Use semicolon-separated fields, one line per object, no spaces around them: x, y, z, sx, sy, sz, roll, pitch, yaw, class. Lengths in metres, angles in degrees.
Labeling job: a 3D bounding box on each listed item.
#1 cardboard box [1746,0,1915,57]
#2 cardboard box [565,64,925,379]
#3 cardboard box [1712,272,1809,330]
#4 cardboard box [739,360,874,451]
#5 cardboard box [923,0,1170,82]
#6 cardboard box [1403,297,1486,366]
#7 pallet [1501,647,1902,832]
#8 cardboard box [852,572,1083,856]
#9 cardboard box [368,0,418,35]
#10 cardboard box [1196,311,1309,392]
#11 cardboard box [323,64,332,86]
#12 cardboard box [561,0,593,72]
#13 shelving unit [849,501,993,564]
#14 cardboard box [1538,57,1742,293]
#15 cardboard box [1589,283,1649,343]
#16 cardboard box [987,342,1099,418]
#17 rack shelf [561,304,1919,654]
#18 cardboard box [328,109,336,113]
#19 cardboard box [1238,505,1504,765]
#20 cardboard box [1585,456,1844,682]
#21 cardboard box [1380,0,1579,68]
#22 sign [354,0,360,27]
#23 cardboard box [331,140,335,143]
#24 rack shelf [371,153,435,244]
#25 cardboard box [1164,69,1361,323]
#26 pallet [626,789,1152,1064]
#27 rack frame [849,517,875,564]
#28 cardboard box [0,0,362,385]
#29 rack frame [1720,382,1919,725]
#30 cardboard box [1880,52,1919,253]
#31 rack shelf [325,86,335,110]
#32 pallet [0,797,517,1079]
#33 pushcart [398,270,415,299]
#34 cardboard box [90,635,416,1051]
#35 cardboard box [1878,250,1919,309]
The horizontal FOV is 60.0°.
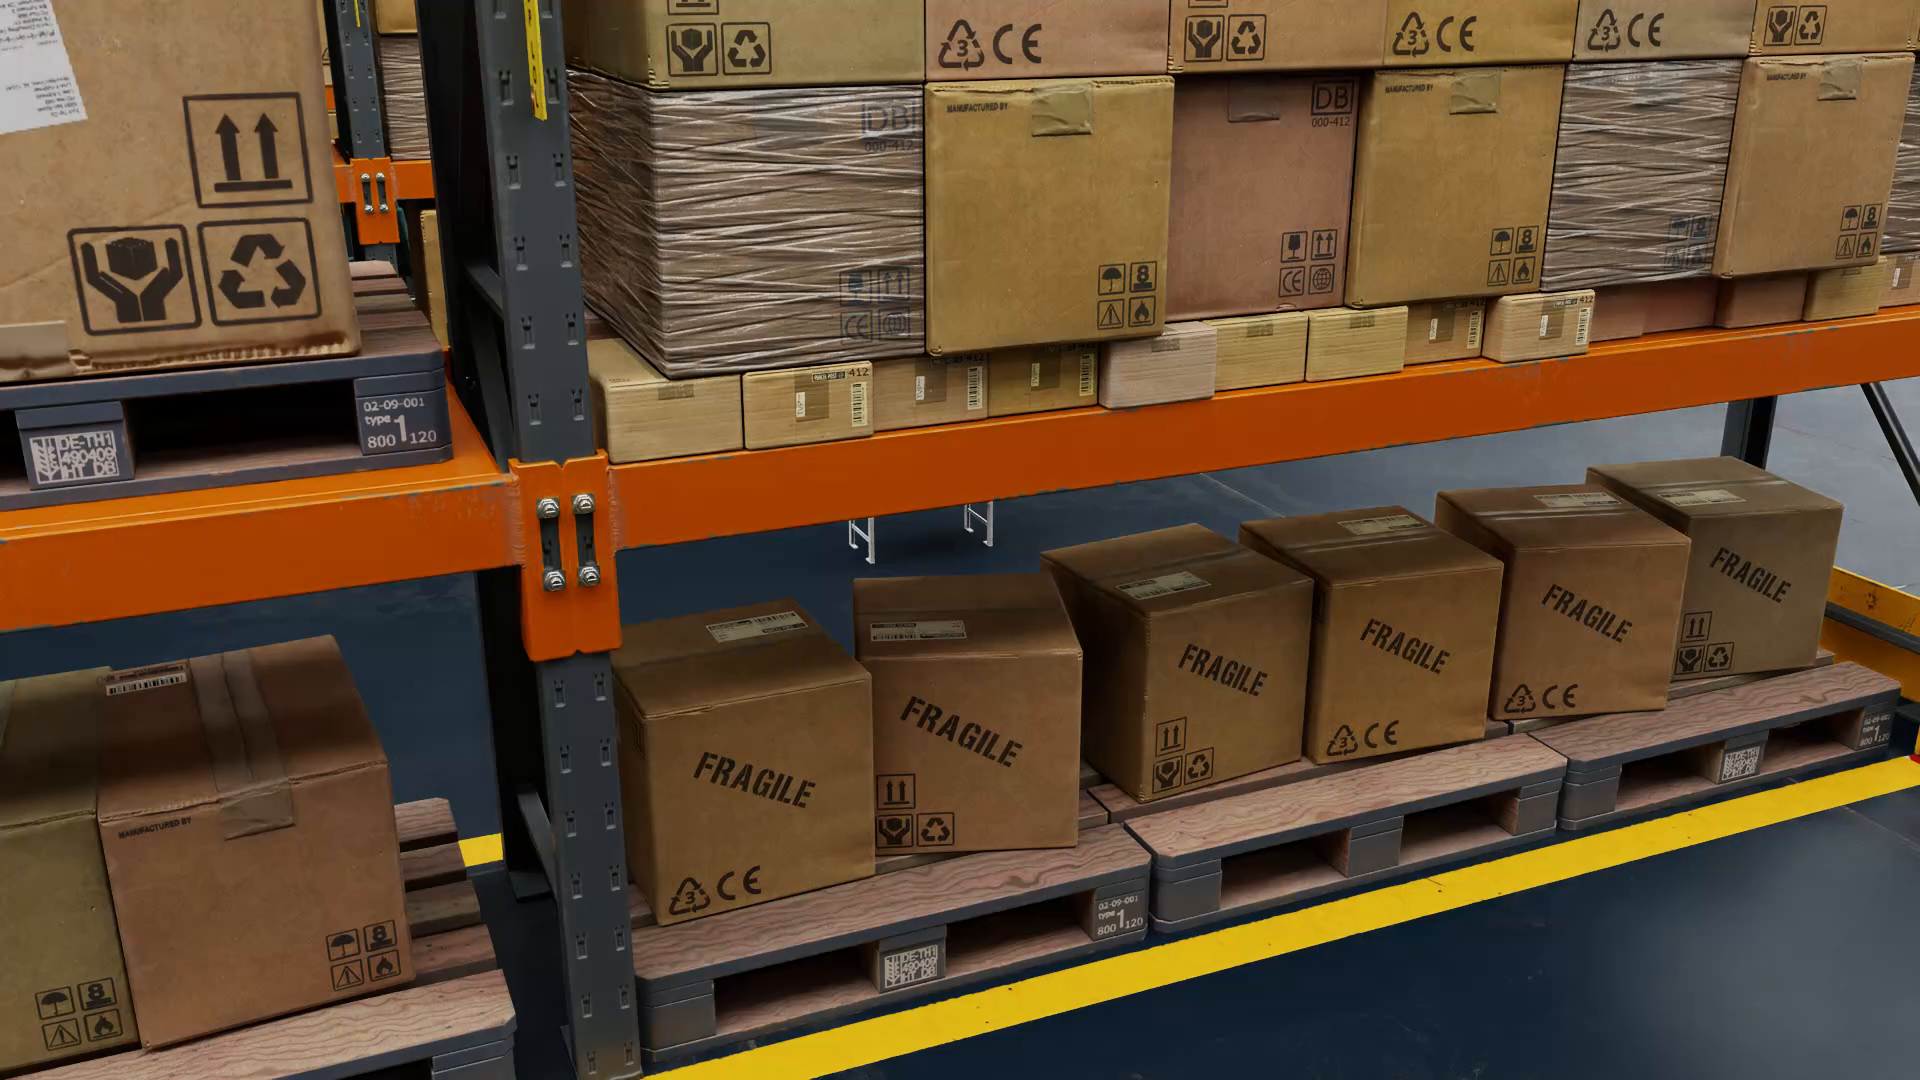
1.906;-1.429;3.959;0.500;0.500;0.500;-8;21;-22;cardboard box
-0.465;-0.686;3.357;0.500;0.500;0.875;-8;21;-22;cardboard box
1.915;-0.656;4.248;0.250;0.149;0.380;-8;21;-22;cardboard box
-0.352;-0.306;3.252;0.250;0.149;0.380;-8;21;-22;cardboard box
0.070;-1.166;3.212;0.500;0.500;0.500;-8;21;-22;cardboard box
0.997;-0.525;3.874;0.250;0.149;0.380;-8;21;-22;cardboard box
1.940;0.437;4.964;1.213;0.211;1.003;-8;21;-22;pallet
0.003;0.404;3.989;0.500;0.500;0.500;-2;19;-5;cardboard box
-2.422;-2.603;7.546;0.550;0.550;0.875;-8;21;-22;cardboard box
0.552;-0.449;3.658;0.250;0.149;0.380;-8;21;-22;cardboard box
-4.412;-3.306;11.773;0.250;0.149;0.380;-8;21;-22;cardboard box
-0.599;-1.261;3.483;0.500;0.500;0.500;-8;21;-22;cardboard box
-0.152;-0.544;6.261;0.503;1.200;0.258;-8;21;-22;shelving unit
1.366;-0.953;4.115;0.500;0.500;0.875;-8;21;-22;cardboard box
1.449;-0.596;4.078;0.250;0.149;0.380;-8;21;-22;cardboard box
0.093;-0.383;3.471;0.250;0.149;0.380;-8;21;-22;cardboard box
0.934;-0.382;4.175;4.000;0.370;1.077;-8;21;-22;rack shelf
-6.229;-4.335;16.319;0.500;0.250;0.500;-8;21;-23;cardboard box
1.072;0.239;4.459;0.500;0.500;0.500;-6;20;-17;cardboard box
2.190;0.073;4.929;0.500;0.500;0.500;-4;20;-12;cardboard box
0.984;-1.300;3.595;0.500;0.500;0.500;-8;21;-22;cardboard box
-2.551;-2.329;6.996;0.005;0.325;0.100;-8;21;-22;sign
-6.222;-3.858;16.470;0.500;0.250;0.500;-8;21;-21;cardboard box
-0.938;-1.908;8.508;4.000;0.370;1.077;-8;21;-22;rack shelf
0.427;-0.838;3.787;0.500;0.500;0.875;-8;21;-22;cardboard box
-0.300;0.757;4.053;1.213;0.211;1.003;-8;21;-22;pallet
-0.376;-0.512;6.170;0.015;1.200;0.240;-8;21;-22;rack frame
-1.688;-0.878;2.963;1.000;1.000;1.000;-8;21;-22;cardboard box
2.770;-0.985;4.803;0.127;3.000;1.000;-8;21;-22;rack frame
2.254;-1.108;4.555;0.500;0.500;0.875;-8;21;-22;cardboard box
-2.992;-3.405;12.758;4.000;0.370;1.077;-8;21;-22;rack shelf
-1.617;0.959;3.479;1.213;0.211;1.003;-8;21;-22;pallet
-3.879;-1.555;10.371;0.936;0.377;1.648;-17;26;-40;pushcart
-1.475;0.587;3.439;0.500;0.500;0.700;-10;22;-26;cardboard box
2.360;-0.733;4.466;0.250;0.149;0.380;-8;21;-22;cardboard box
